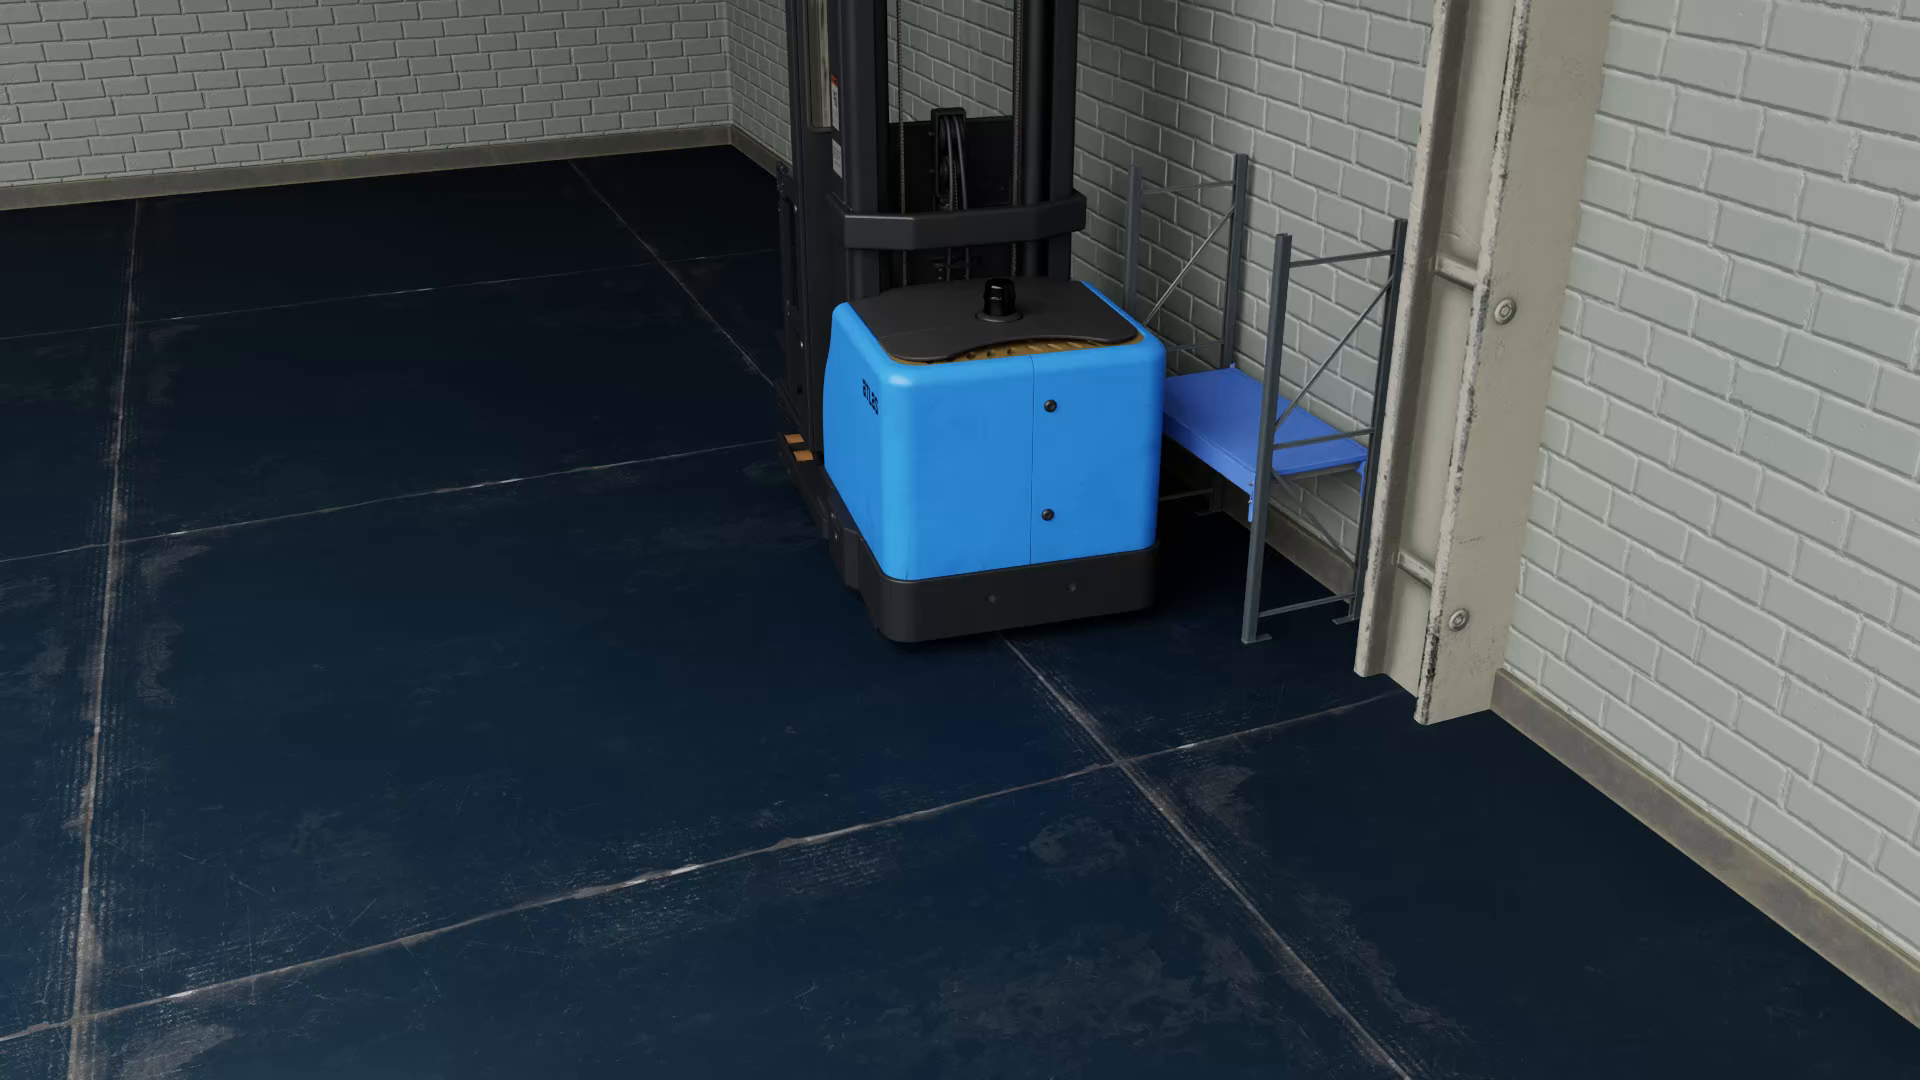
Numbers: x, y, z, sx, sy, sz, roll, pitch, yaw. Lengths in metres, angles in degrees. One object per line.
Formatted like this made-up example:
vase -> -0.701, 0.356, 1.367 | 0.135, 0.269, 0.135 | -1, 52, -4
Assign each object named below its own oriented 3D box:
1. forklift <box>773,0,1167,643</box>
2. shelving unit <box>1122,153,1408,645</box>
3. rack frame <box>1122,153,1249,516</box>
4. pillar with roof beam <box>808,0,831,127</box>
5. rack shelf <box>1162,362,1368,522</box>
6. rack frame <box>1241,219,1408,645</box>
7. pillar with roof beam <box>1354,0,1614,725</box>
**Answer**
forklift -> -0.179, -1.582, 6.649 | 1.130, 2.935, 3.031 | -7, 27, -15
shelving unit -> 1.057, -0.551, 6.169 | 0.538, 1.500, 1.048 | -10, 28, -20
rack frame -> 0.863, -0.757, 6.591 | 0.500, 1.500, 0.032 | -10, 28, -20
pillar with roof beam -> -4.717, -5.219, 7.183 | 9.100, 9.000, 0.400 | -11, 28, -21
rack shelf -> 1.057, -0.389, 6.248 | 0.538, 0.185, 1.000 | -10, 28, -20
rack frame -> 1.252, -0.345, 5.747 | 0.500, 1.500, 0.032 | -10, 28, -20
pillar with roof beam -> -2.367, -2.797, 2.222 | 9.100, 9.000, 0.400 | -11, 28, -21
